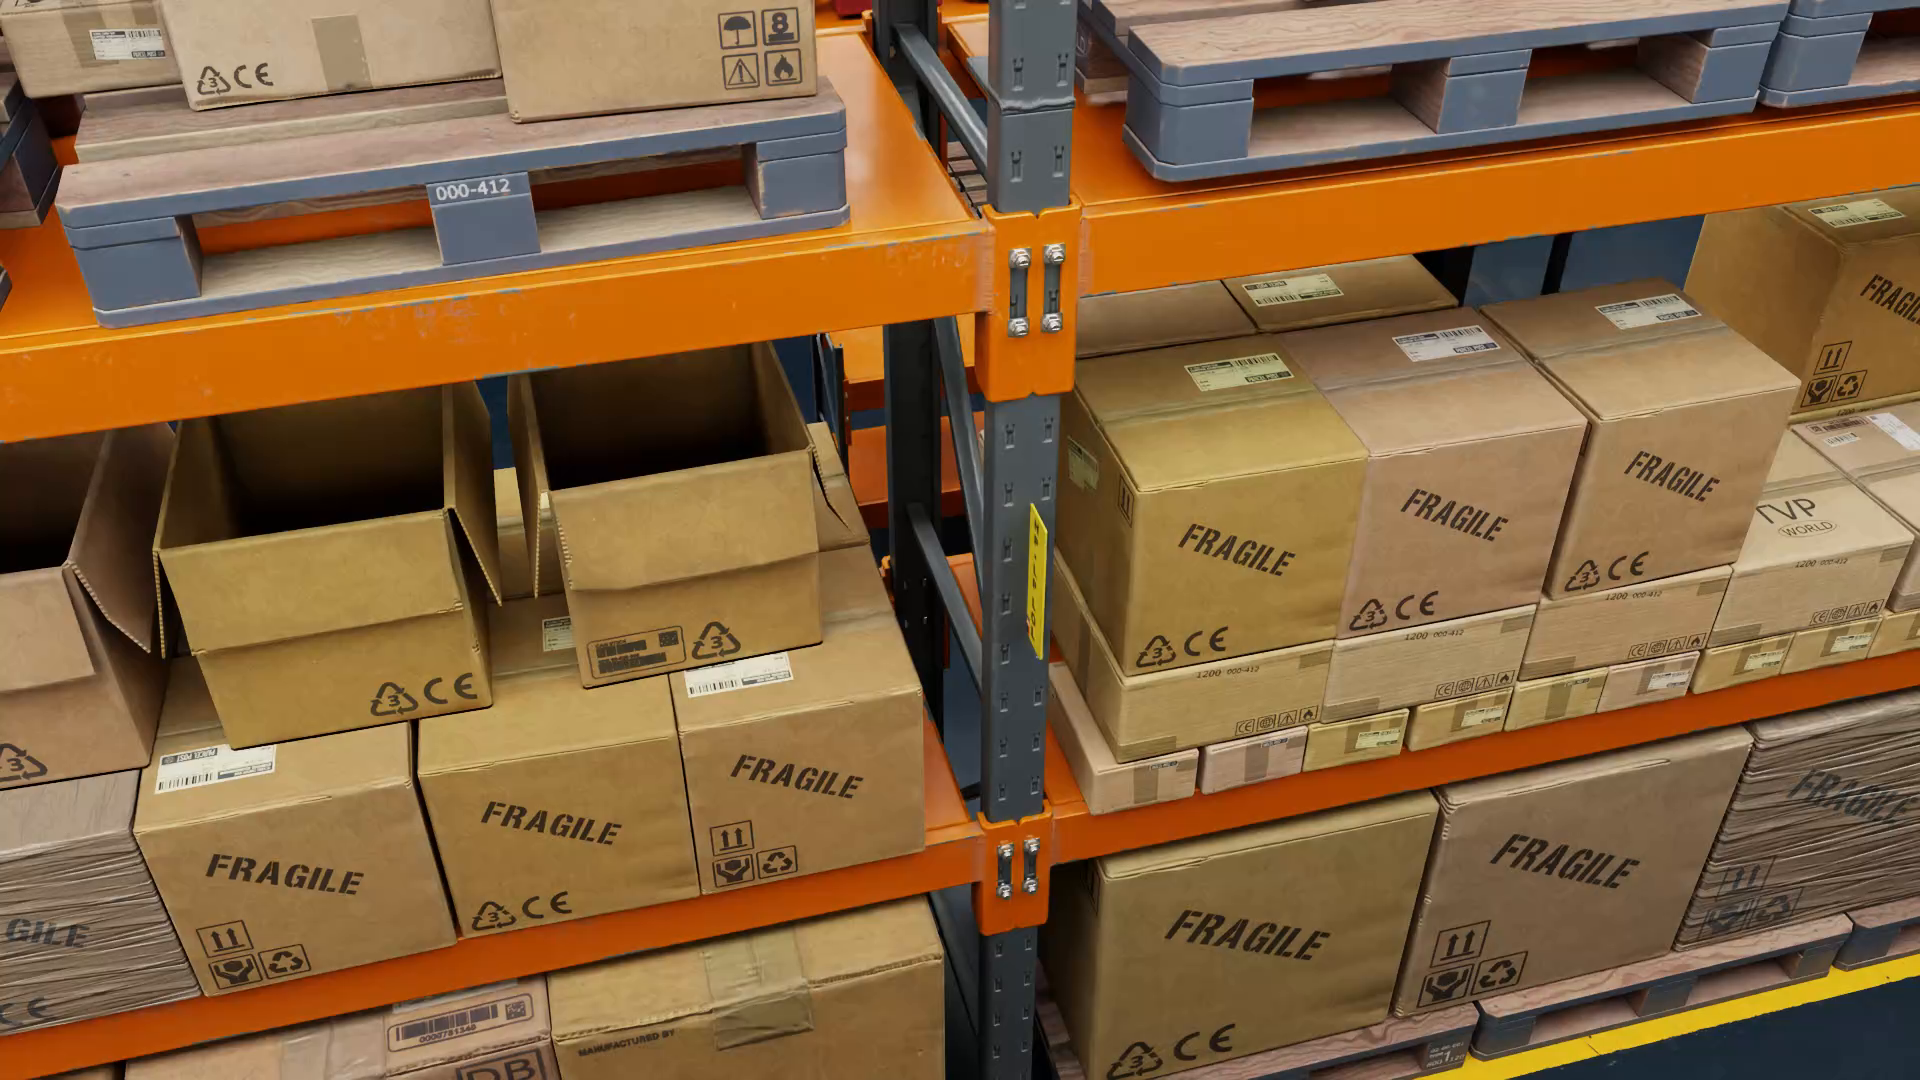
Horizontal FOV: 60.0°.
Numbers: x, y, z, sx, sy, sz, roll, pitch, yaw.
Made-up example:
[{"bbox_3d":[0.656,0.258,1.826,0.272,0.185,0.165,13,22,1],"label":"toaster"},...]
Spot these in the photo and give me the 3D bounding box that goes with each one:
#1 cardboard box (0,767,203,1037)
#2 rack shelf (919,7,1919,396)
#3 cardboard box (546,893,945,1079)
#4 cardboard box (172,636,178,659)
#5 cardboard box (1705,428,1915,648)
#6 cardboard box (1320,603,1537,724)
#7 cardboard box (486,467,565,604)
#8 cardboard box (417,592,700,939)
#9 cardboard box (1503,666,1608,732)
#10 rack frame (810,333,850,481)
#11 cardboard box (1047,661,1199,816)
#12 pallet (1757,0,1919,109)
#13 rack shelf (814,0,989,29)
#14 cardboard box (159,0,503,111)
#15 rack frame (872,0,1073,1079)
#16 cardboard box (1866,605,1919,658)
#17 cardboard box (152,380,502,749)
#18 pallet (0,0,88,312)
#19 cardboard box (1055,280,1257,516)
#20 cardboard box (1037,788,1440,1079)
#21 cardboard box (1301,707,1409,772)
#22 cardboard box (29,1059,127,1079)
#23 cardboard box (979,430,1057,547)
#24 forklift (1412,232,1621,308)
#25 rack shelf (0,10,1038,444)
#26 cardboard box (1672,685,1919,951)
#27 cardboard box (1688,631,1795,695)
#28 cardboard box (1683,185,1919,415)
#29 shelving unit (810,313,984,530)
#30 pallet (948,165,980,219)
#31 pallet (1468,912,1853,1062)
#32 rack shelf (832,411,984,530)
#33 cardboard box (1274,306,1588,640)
[{"bbox_3d":[-1.848,0.628,3.378,0.500,0.500,0.500,-9,38,-12],"label":"cardboard box"},{"bbox_3d":[1.930,-1.027,3.747,4.000,0.370,1.077,-9,38,-12],"label":"rack shelf"},{"bbox_3d":[-0.613,0.986,4.395,0.875,0.875,1.225,-9,38,-12],"label":"cardboard box"},{"bbox_3d":[-1.976,0.326,3.772,0.500,0.500,0.500,-9,38,-11],"label":"cardboard box"},{"bbox_3d":[1.979,-0.018,4.184,0.500,0.250,0.500,-9,38,-12],"label":"cardboard box"},{"bbox_3d":[1.003,0.140,3.976,0.500,0.250,0.500,-9,38,-12],"label":"cardboard box"},{"bbox_3d":[-0.995,0.162,3.987,0.500,0.500,0.500,-9,38,-12],"label":"cardboard box"},{"bbox_3d":[-0.861,0.465,3.592,0.500,0.500,0.500,-8,38,-11],"label":"cardboard box"},{"bbox_3d":[1.380,0.277,4.126,0.250,0.149,0.380,-10,39,-13],"label":"cardboard box"},{"bbox_3d":[-0.487,-0.365,6.301,0.032,1.125,0.500,-9,38,-12],"label":"rack frame"},{"bbox_3d":[0.372,0.444,3.908,0.250,0.149,0.380,-9,38,-12],"label":"cardboard box"},{"bbox_3d":[1.967,-1.275,3.552,1.213,0.211,1.003,-9,38,-12],"label":"pallet"},{"bbox_3d":[0.639,-2.741,8.456,4.000,0.370,1.077,-9,38,-12],"label":"rack shelf"},{"bbox_3d":[-1.083,-1.006,2.855,0.500,0.311,0.500,-11,39,-13],"label":"cardboard box"},{"bbox_3d":[-0.001,0.196,4.025,0.127,3.000,1.000,-9,38,-12],"label":"rack frame"},{"bbox_3d":[2.367,0.115,4.337,0.250,0.149,0.380,-9,38,-12],"label":"cardboard box"},{"bbox_3d":[-1.281,-0.035,3.418,0.637,0.503,0.797,-9,38,-11],"label":"cardboard box"},{"bbox_3d":[-2.176,-0.599,2.751,1.213,0.211,1.003,-8,38,-10],"label":"pallet"},{"bbox_3d":[0.373,-0.390,4.053,0.500,0.500,0.500,-8,38,-11],"label":"cardboard box"},{"bbox_3d":[0.657,0.815,4.619,0.875,0.875,0.875,-9,38,-12],"label":"cardboard box"},{"bbox_3d":[0.879,0.360,4.017,0.250,0.149,0.380,-8,38,-10],"label":"cardboard box"},{"bbox_3d":[-2.328,1.273,4.021,0.875,0.875,1.225,-9,38,-12],"label":"cardboard box"},{"bbox_3d":[0.357,-0.087,4.273,0.500,0.250,0.500,-10,39,-13],"label":"cardboard box"},{"bbox_3d":[1.917,-1.686,6.542,3.031,2.935,1.130,-14,40,-18],"label":"forklift"},{"bbox_3d":[-1.932,-0.393,2.918,4.000,0.370,1.077,-9,38,-12],"label":"rack shelf"},{"bbox_3d":[2.385,0.532,4.989,0.875,0.875,0.875,-9,38,-12],"label":"cardboard box"},{"bbox_3d":[1.876,0.196,4.232,0.250,0.149,0.380,-10,39,-13],"label":"cardboard box"},{"bbox_3d":[2.346,-0.712,4.473,0.500,0.500,0.500,-10,39,-13],"label":"cardboard box"},{"bbox_3d":[0.004,-0.447,6.408,1.048,1.125,0.538,-9,38,-12],"label":"shelving unit"},{"bbox_3d":[-0.592,-1.741,8.852,1.213,0.211,1.003,-9,38,-12],"label":"pallet"},{"bbox_3d":[1.934,1.033,5.226,1.213,0.211,1.003,-9,38,-12],"label":"pallet"},{"bbox_3d":[0.004,-0.253,6.557,1.000,0.278,0.538,-9,38,-12],"label":"rack shelf"},{"bbox_3d":[1.006,-0.160,3.752,0.500,0.500,0.500,-9,38,-12],"label":"cardboard box"}]
